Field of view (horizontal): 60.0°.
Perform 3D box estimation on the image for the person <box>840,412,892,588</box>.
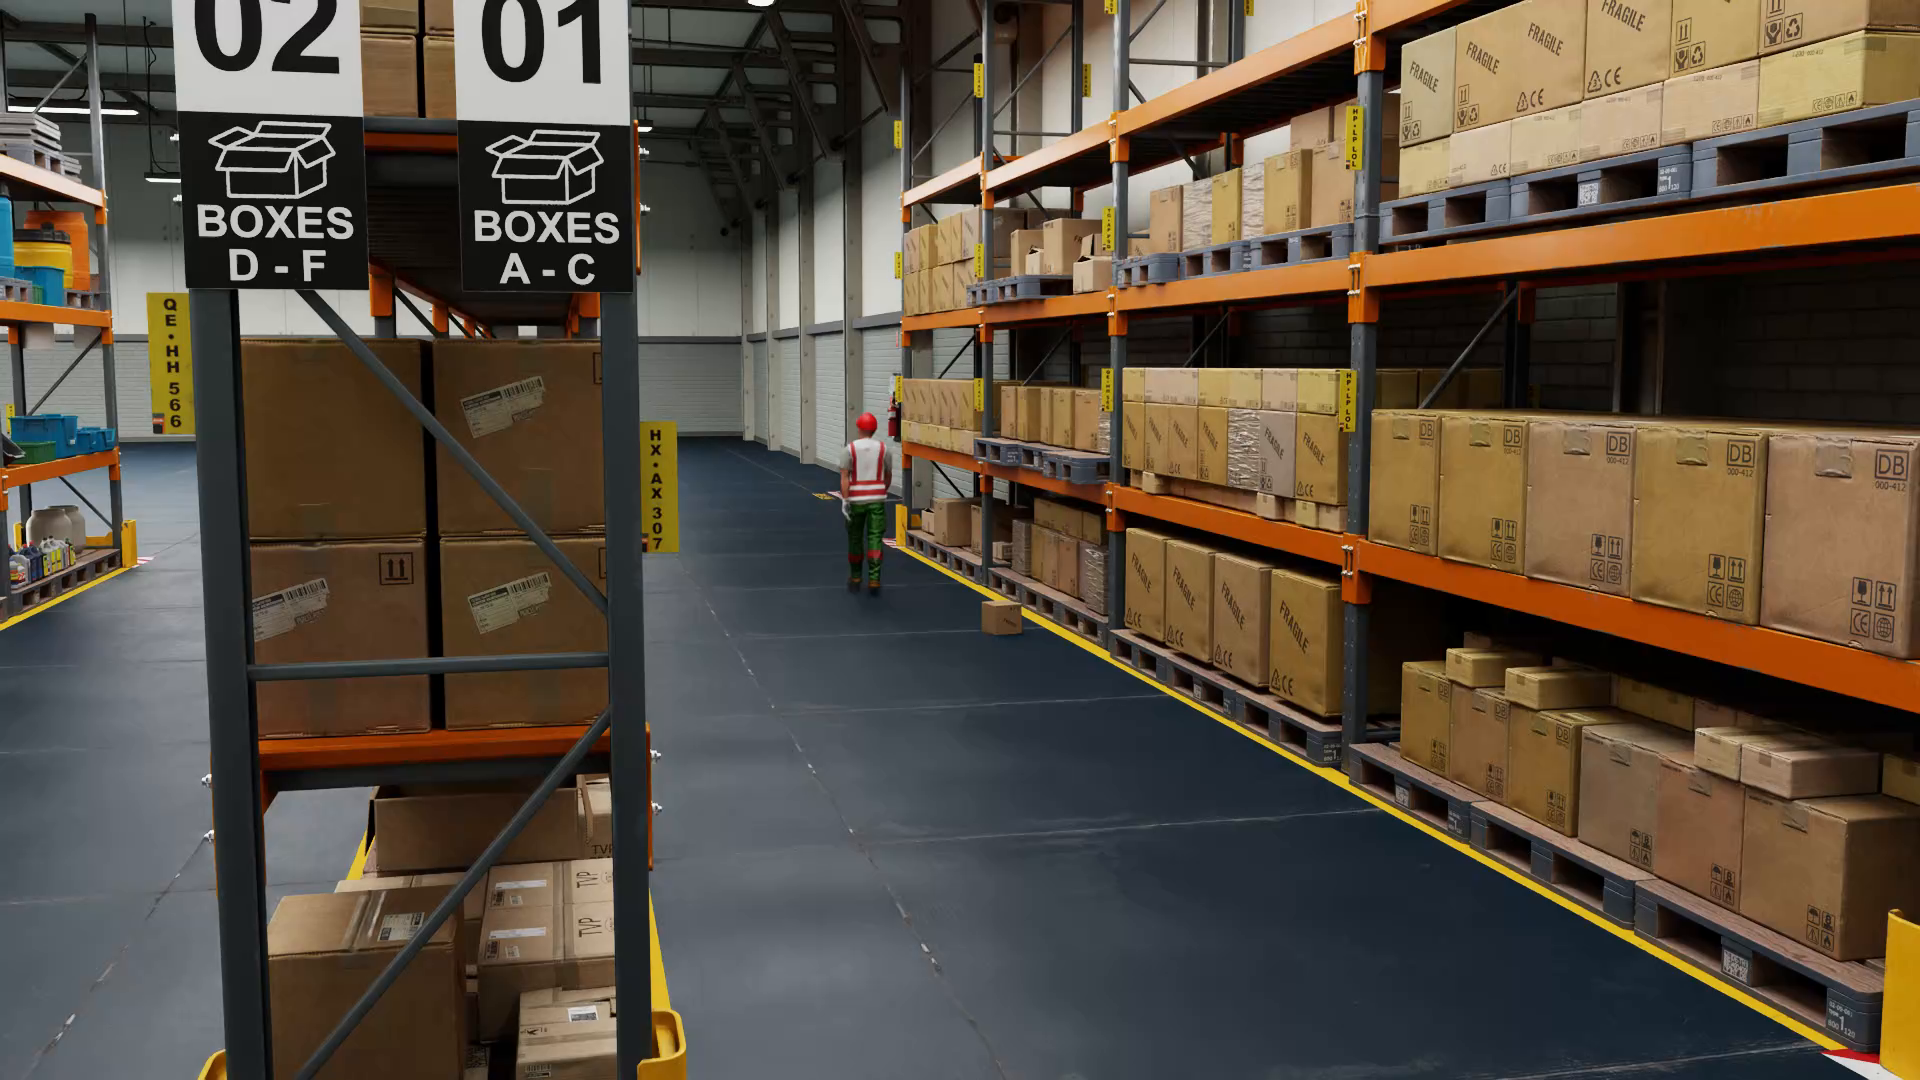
[{"bbox_3d":[-0.935,-0.406,16.544,0.523,1.731,1.054,-1,6,-6],"label":"person"}]
